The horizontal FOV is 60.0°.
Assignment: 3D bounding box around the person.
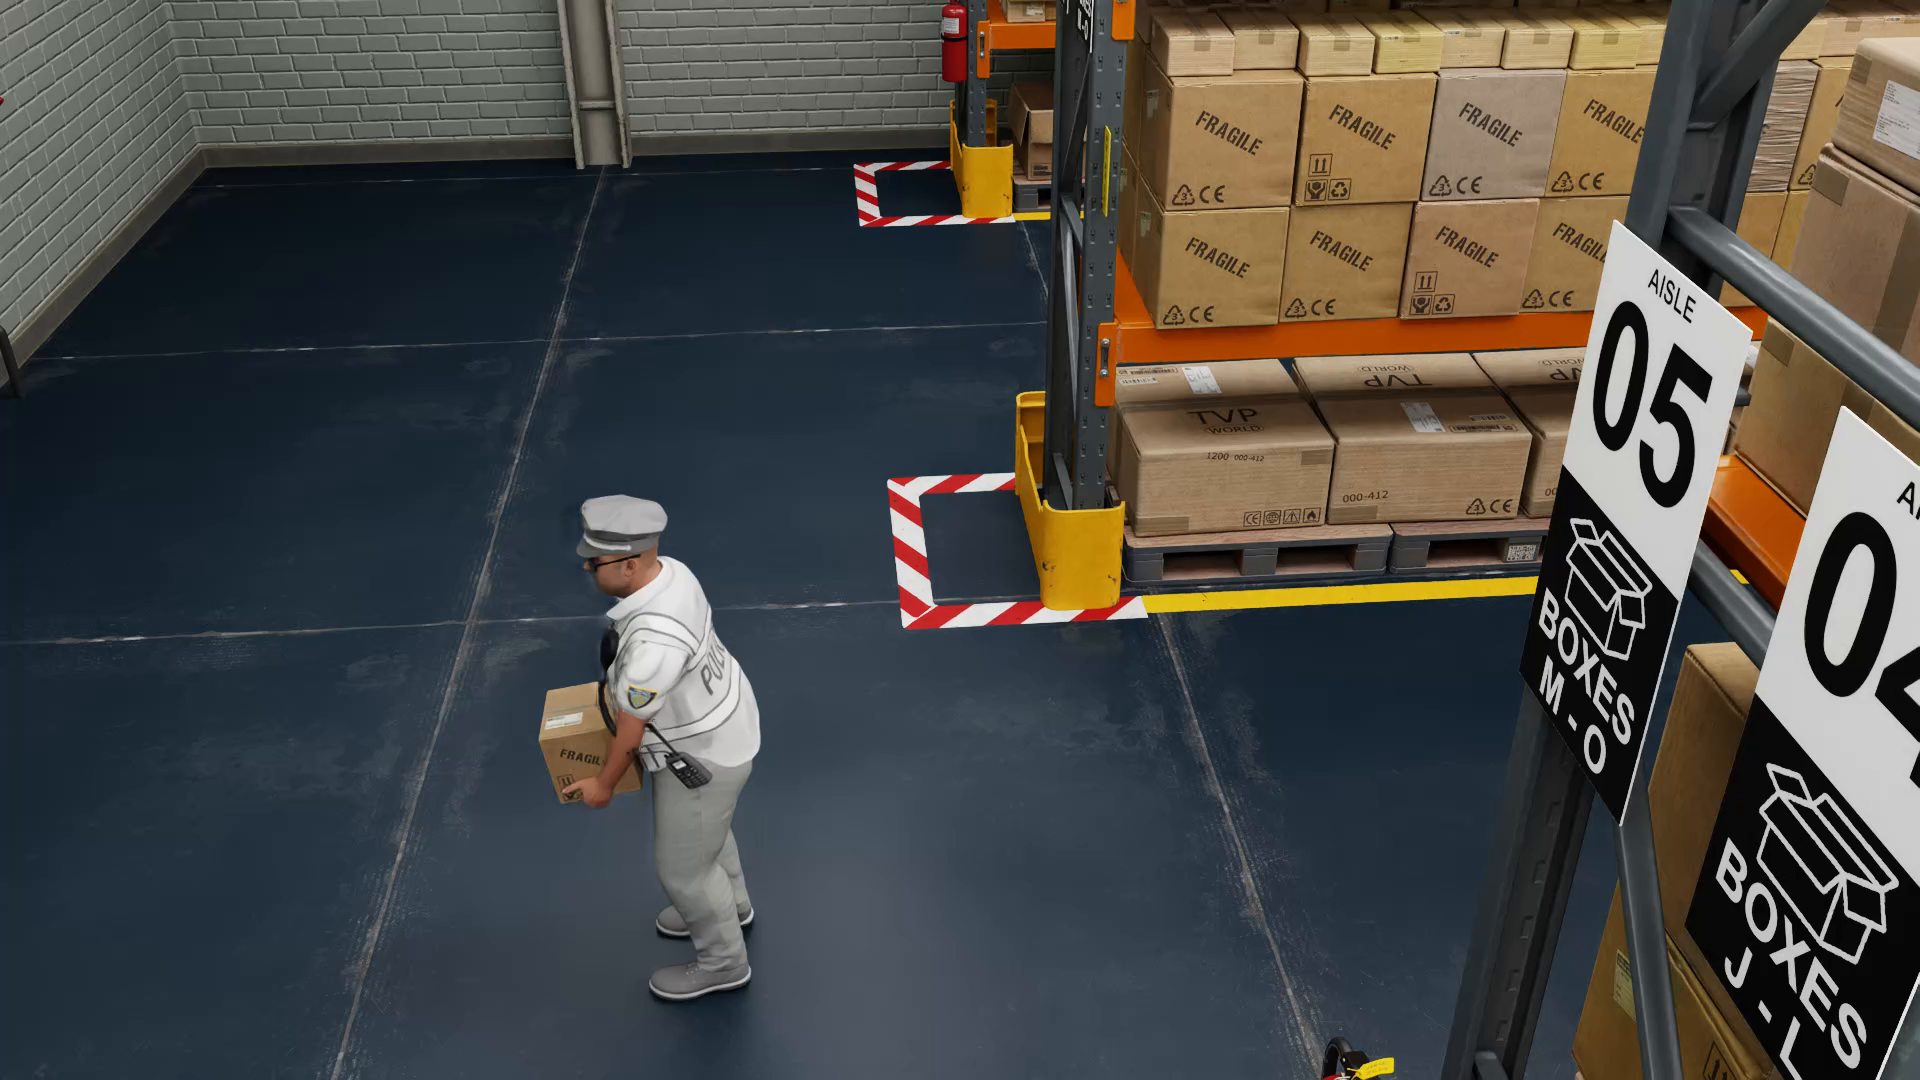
[{"bbox_3d":[-0.905,0.643,5.072,0.597,1.741,0.483,-3,31,-5],"label":"person"}]
